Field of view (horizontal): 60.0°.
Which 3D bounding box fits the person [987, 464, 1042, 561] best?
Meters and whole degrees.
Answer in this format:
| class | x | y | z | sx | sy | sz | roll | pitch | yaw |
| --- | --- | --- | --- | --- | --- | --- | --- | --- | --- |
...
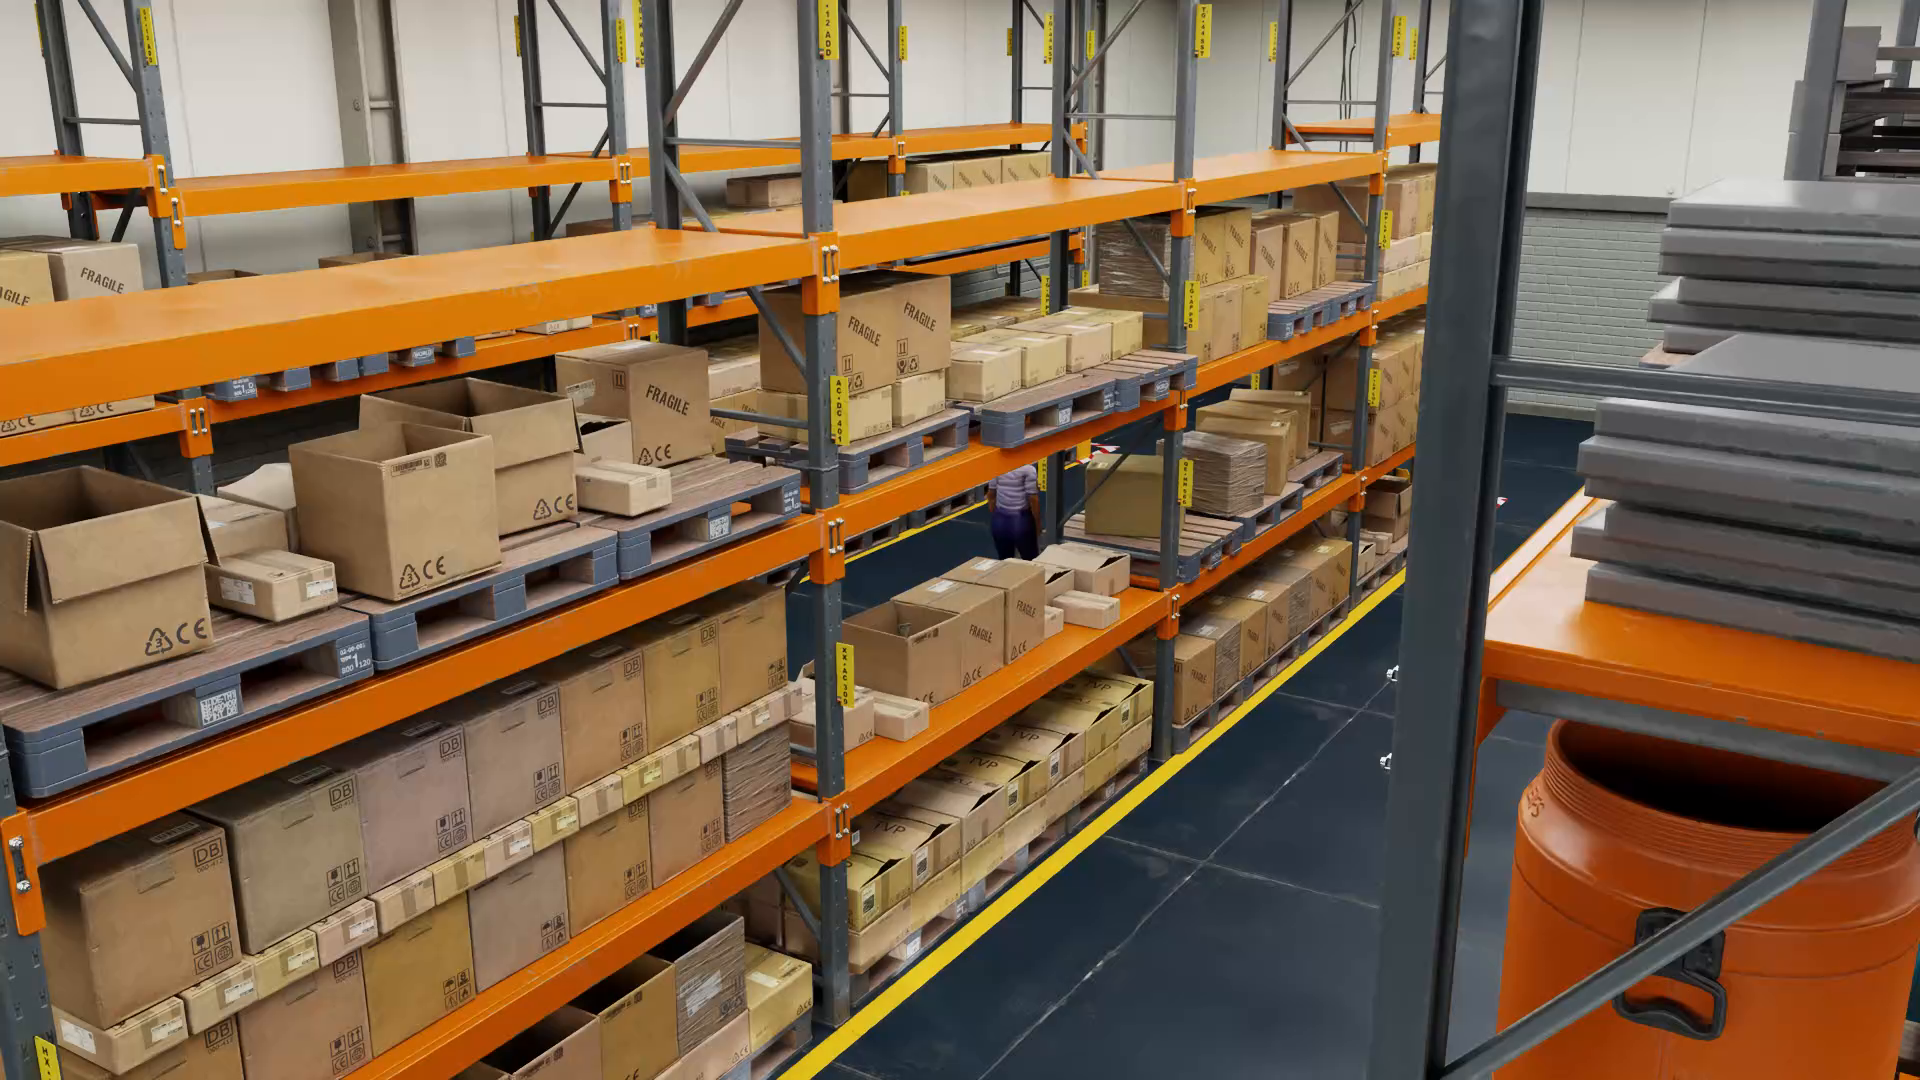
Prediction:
| class | x | y | z | sx | sy | sz | roll | pitch | yaw |
| --- | --- | --- | --- | --- | --- | --- | --- | --- | --- |
| person | 0.516 | -0.147 | 15.052 | 0.539 | 1.652 | 0.422 | 9 | 19 | 28 |
